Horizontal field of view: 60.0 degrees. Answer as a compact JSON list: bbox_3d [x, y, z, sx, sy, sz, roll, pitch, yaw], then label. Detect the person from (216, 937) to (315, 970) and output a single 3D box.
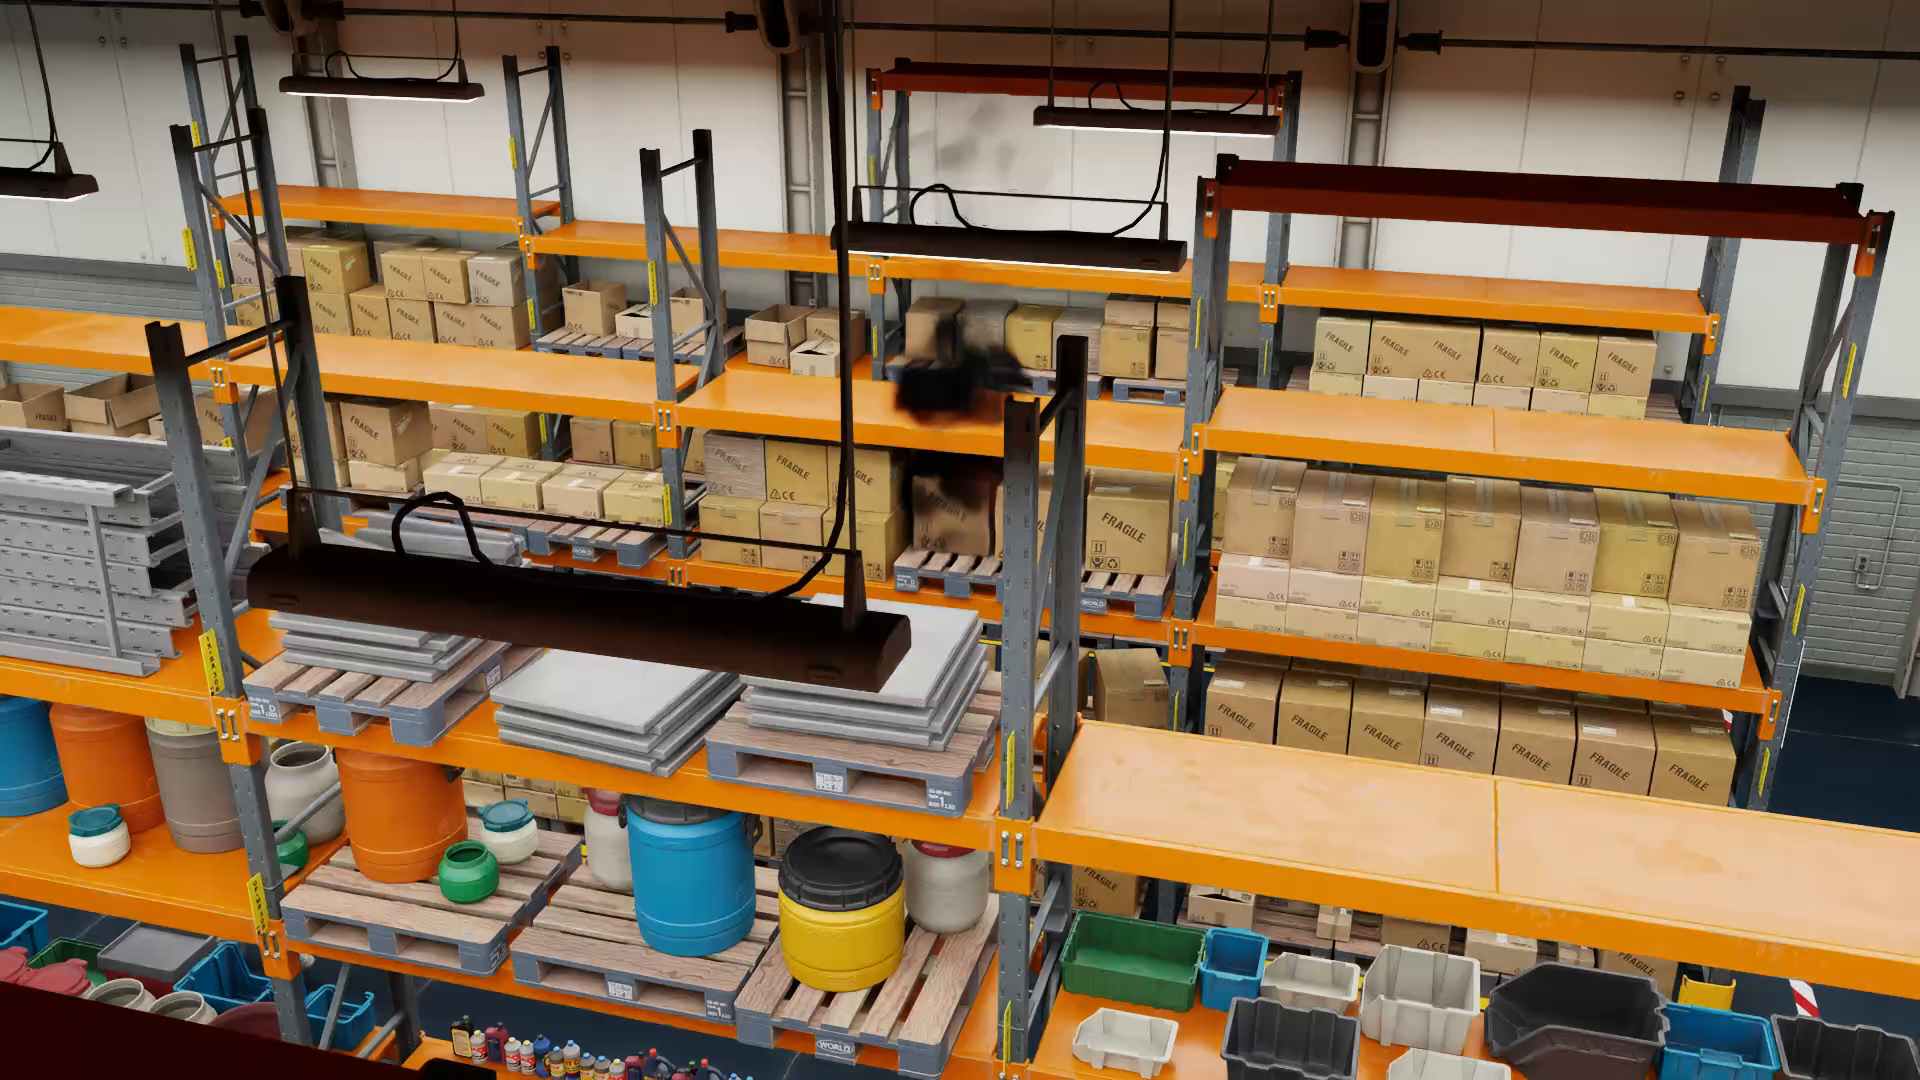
[{"bbox_3d":[-5.366,2.534,12.380,1.078,1.821,0.631,5,23,12],"label":"person"}]
